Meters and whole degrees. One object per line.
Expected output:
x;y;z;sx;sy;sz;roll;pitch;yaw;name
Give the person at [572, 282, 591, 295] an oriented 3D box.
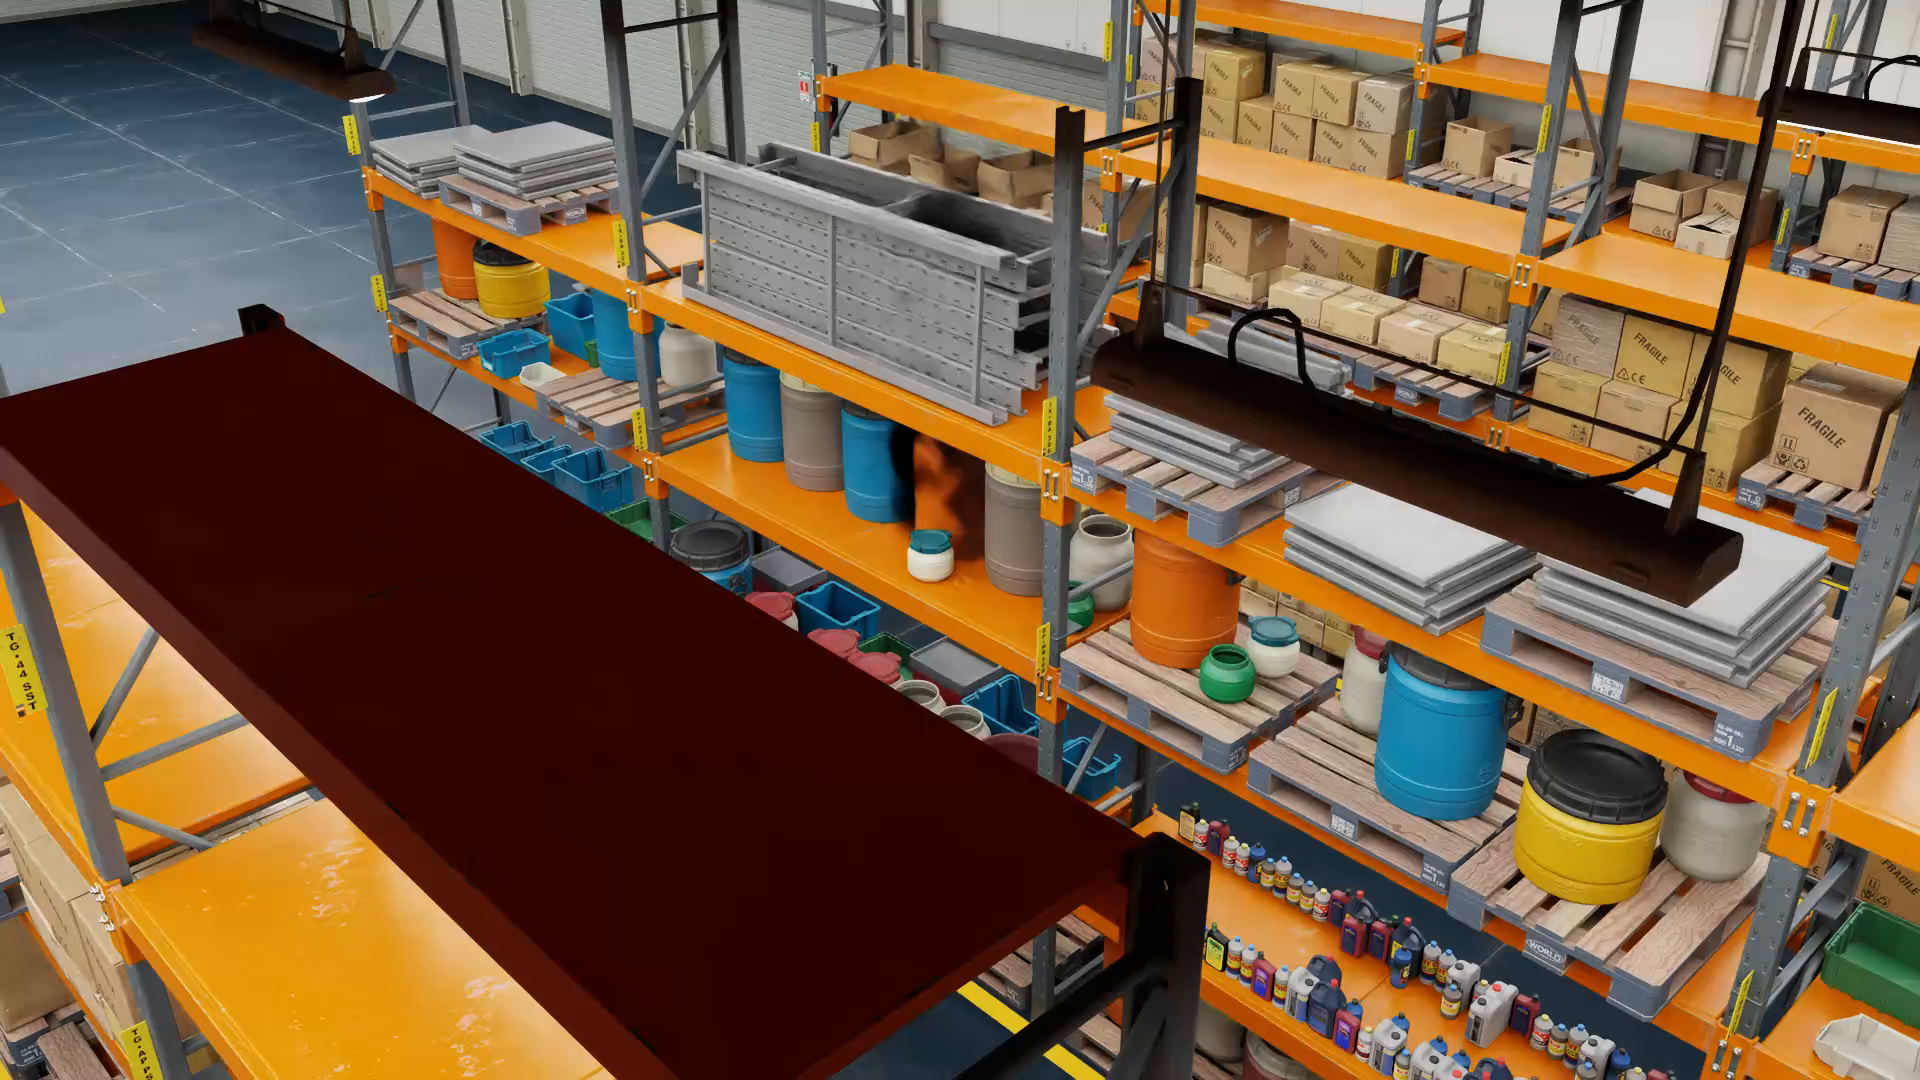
-4.215;-2.270;19.369;0.706;1.630;0.608;-9;30;-17;person
